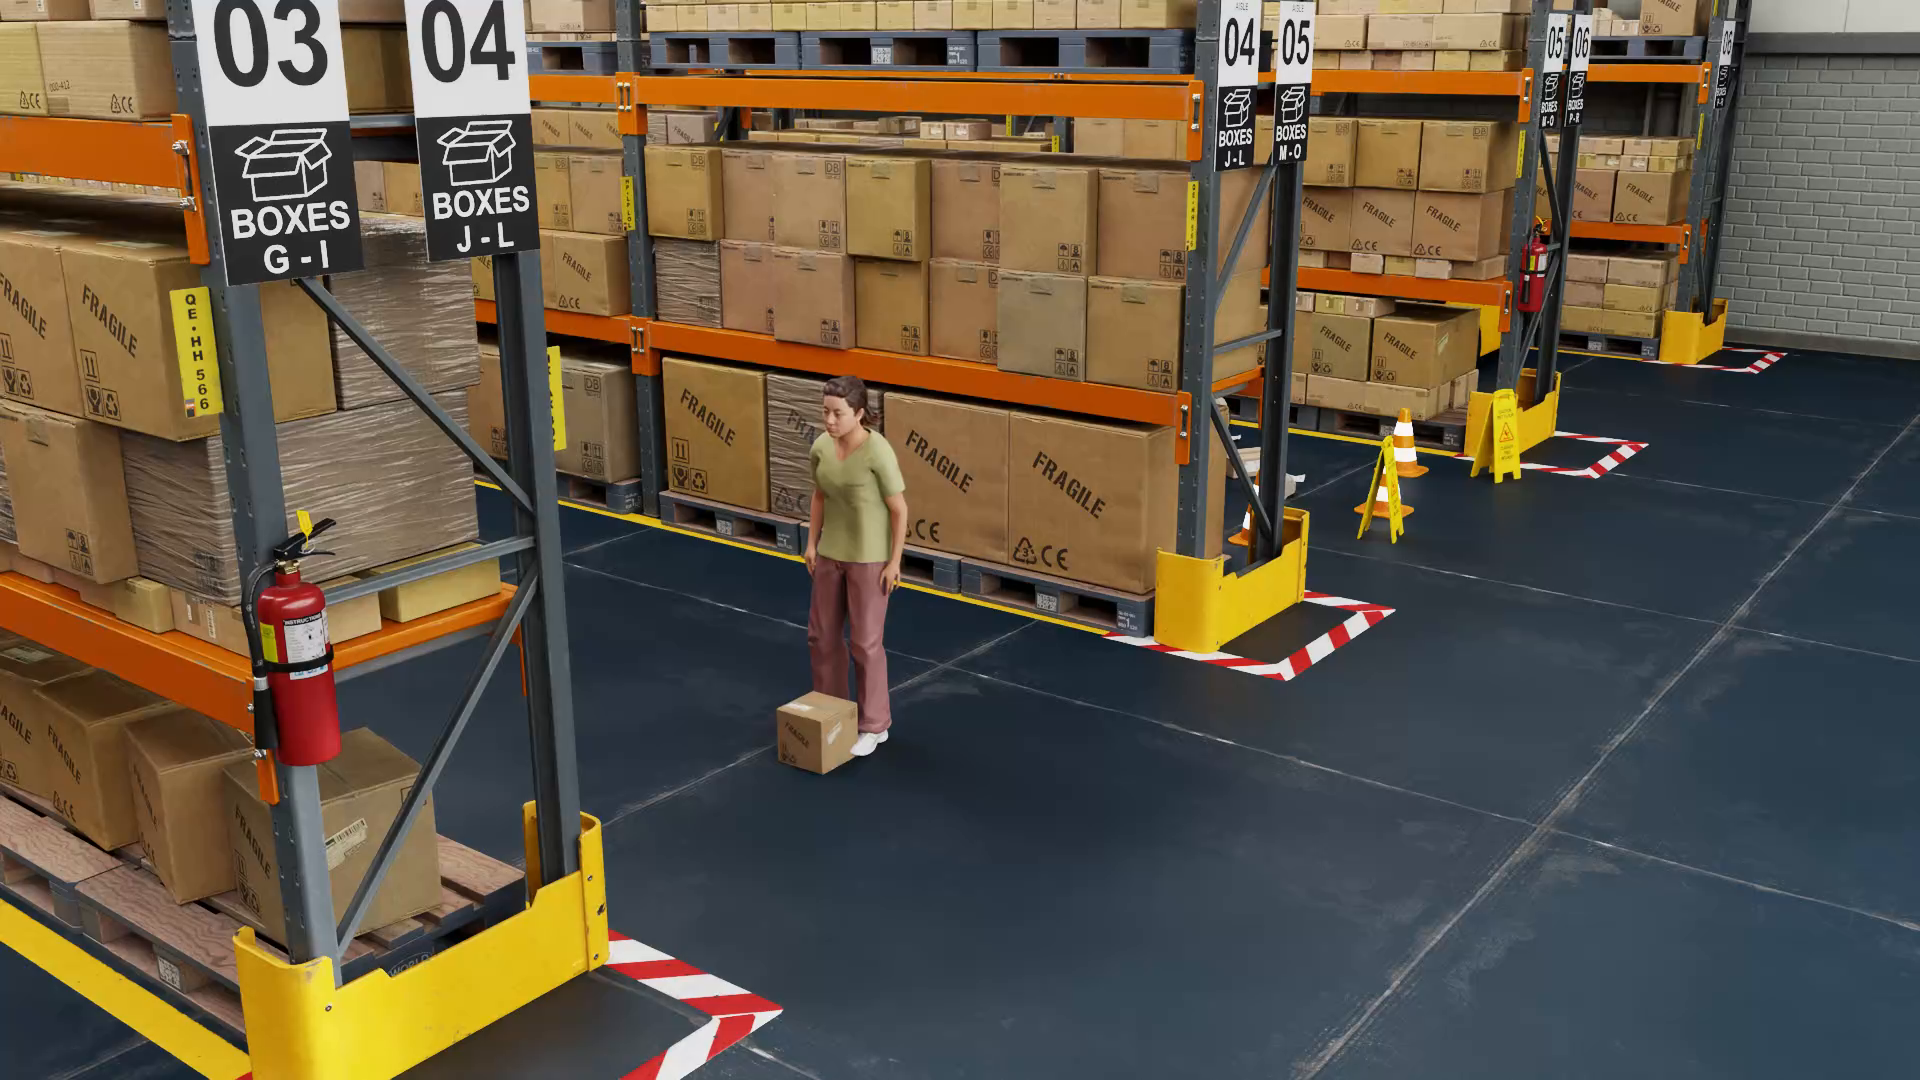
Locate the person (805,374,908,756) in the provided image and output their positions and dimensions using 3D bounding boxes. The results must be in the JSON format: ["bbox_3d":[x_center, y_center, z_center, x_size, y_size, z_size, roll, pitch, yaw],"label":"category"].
[{"bbox_3d":[-0.479,0.097,7.220,0.509,1.671,0.369,11,20,32],"label":"person"}]
